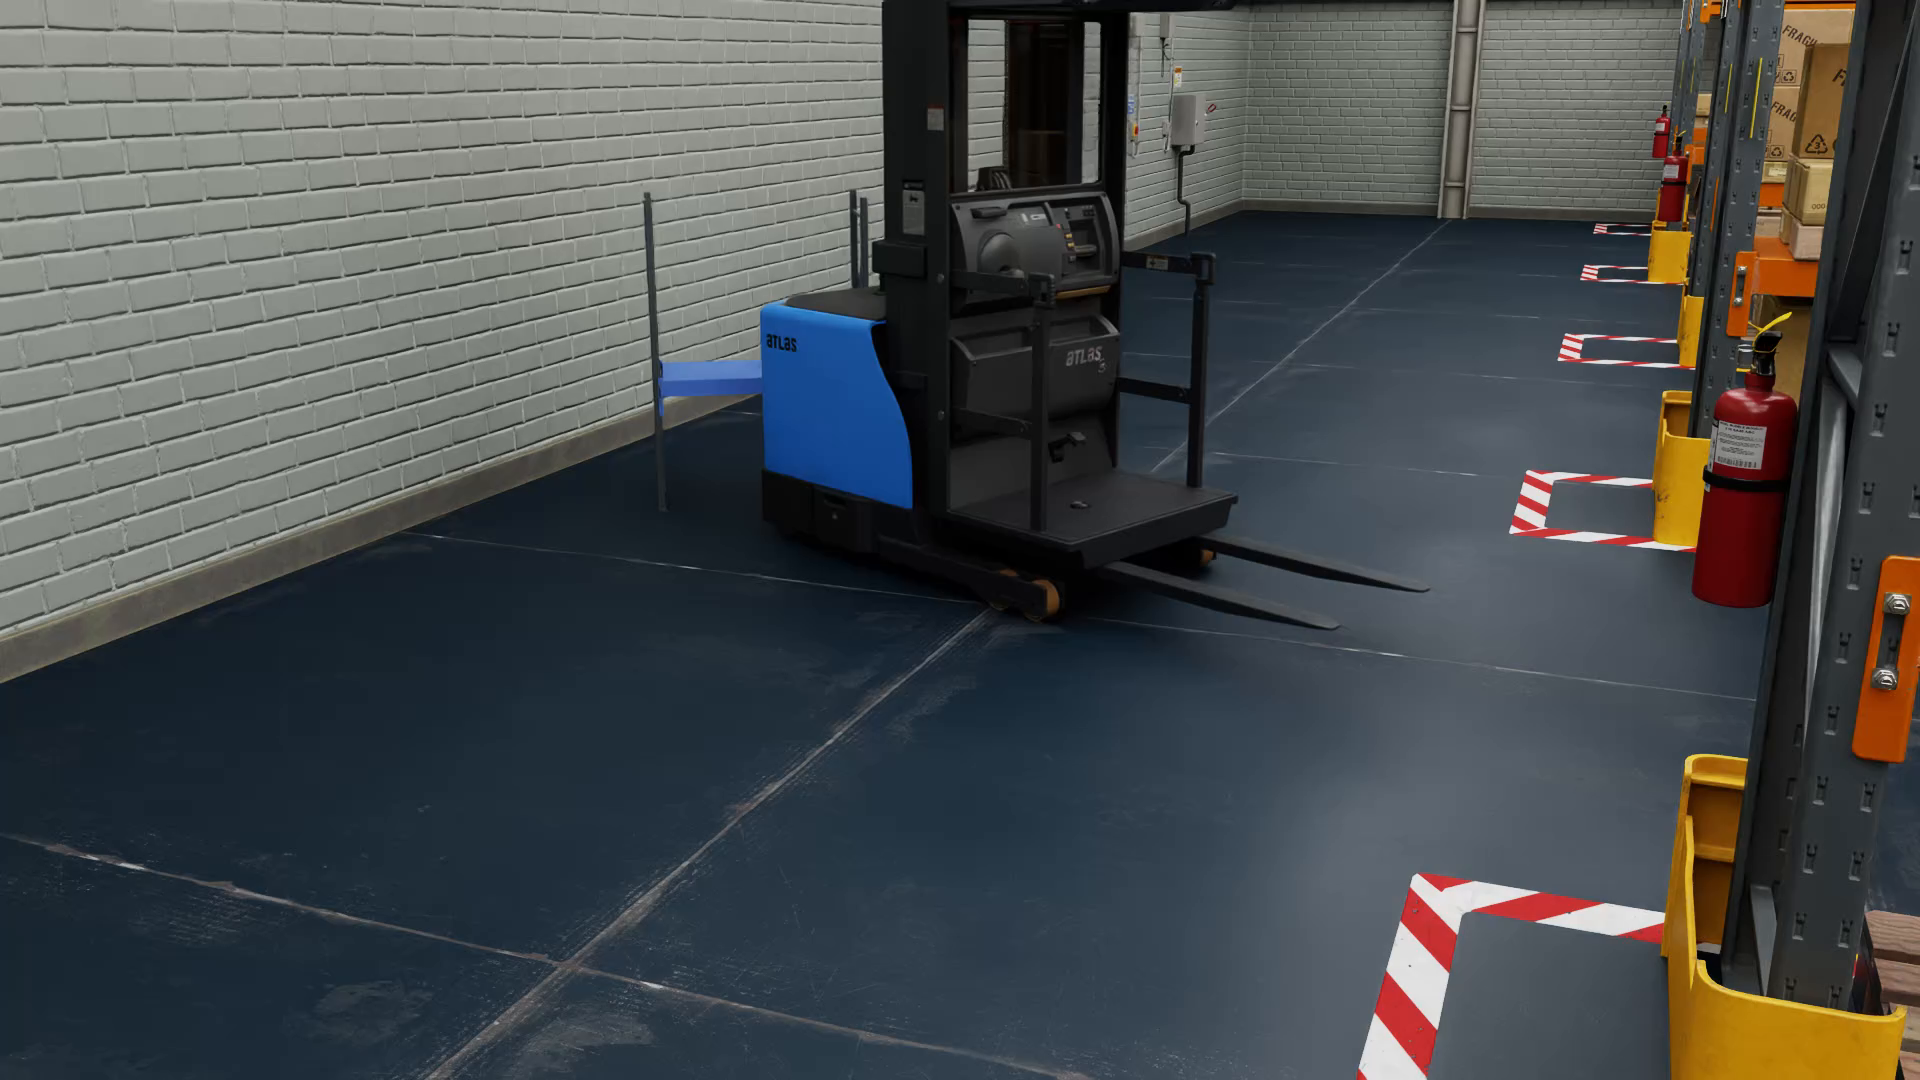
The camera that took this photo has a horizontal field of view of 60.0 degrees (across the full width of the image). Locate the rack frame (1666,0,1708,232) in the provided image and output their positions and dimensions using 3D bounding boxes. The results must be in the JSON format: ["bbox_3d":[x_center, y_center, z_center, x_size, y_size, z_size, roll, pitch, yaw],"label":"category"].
[{"bbox_3d":[7.211,-4.128,16.512,0.127,3.000,1.000,6,17,21],"label":"rack frame"}]

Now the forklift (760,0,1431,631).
[{"bbox_3d":[0.471,-1.248,6.715,1.130,2.935,3.031,-15,22,-42],"label":"forklift"}]

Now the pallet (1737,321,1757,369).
[{"bbox_3d":[6.302,-1.395,12.099,1.213,0.211,1.003,6,17,21],"label":"pallet"}]

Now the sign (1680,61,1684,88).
[{"bbox_3d":[8.830,-5.691,20.343,0.005,0.325,0.100,6,17,21],"label":"sign"}]

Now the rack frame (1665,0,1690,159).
[{"bbox_3d":[9.029,-5.416,20.948,0.127,3.000,1.000,6,17,21],"label":"rack frame"}]

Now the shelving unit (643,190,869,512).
[{"bbox_3d":[-0.999,-0.951,8.260,1.048,1.500,0.538,-3,16,-9],"label":"shelving unit"}]

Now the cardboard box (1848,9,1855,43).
[{"bbox_3d":[6.281,-3.340,11.292,0.500,0.500,0.500,7,18,22],"label":"cardboard box"}]

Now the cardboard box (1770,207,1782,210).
[{"bbox_3d":[10.344,-4.232,20.602,0.500,0.500,0.700,7,18,23],"label":"cardboard box"}]

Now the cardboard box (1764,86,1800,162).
[{"bbox_3d":[5.805,-2.907,11.594,0.500,0.500,0.500,7,18,23],"label":"cardboard box"}]

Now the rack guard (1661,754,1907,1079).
[{"bbox_3d":[1.730,0.928,3.580,0.348,0.500,1.175,6,17,21],"label":"rack guard"}]

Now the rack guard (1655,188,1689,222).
[{"bbox_3d":[9.099,-4.207,21.270,0.348,0.500,1.175,6,17,21],"label":"rack guard"}]

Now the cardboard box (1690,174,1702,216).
[{"bbox_3d":[9.563,-4.331,20.937,0.637,0.503,0.797,6,17,18],"label":"cardboard box"}]

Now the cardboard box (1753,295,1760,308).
[{"bbox_3d":[6.084,-1.829,12.421,0.250,0.149,0.380,6,17,19],"label":"cardboard box"}]

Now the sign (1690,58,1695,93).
[{"bbox_3d":[7.002,-4.438,15.887,0.005,0.325,0.100,6,17,21],"label":"sign"}]

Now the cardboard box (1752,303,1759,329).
[{"bbox_3d":[6.055,-1.667,12.394,0.250,0.149,0.380,7,17,22],"label":"cardboard box"}]

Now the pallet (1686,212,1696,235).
[{"bbox_3d":[9.841,-3.987,21.030,1.213,0.211,1.003,6,17,21],"label":"pallet"}]

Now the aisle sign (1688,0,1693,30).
[{"bbox_3d":[7.258,-5.464,16.452,0.004,0.787,0.394,6,17,21],"label":"aisle sign"}]

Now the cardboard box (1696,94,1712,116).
[{"bbox_3d":[9.352,-5.370,20.527,0.500,0.250,0.500,6,17,21],"label":"cardboard box"}]

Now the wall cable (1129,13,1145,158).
[{"bbox_3d":[1.957,-5.202,18.332,0.123,1.953,0.585,6,17,21],"label":"wall cable"}]

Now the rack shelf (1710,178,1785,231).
[{"bbox_3d":[7.349,-2.284,11.450,4.000,0.370,1.077,6,17,21],"label":"rack shelf"}]

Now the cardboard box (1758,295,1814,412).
[{"bbox_3d":[4.199,-0.694,7.743,0.875,0.875,0.875,6,17,21],"label":"cardboard box"}]

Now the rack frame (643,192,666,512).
[{"bbox_3d":[-1.500,-0.927,8.177,0.032,1.500,0.500,-3,16,-9],"label":"rack frame"}]

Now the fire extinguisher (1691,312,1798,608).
[{"bbox_3d":[1.784,-0.190,3.756,0.183,0.674,0.296,6,17,21],"label":"fire extinguisher"}]

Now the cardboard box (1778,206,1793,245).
[{"bbox_3d":[4.027,-1.486,7.863,0.250,0.149,0.380,7,17,22],"label":"cardboard box"}]

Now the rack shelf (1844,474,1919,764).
[{"bbox_3d":[3.618,0.277,2.630,4.000,0.370,1.077,6,17,21],"label":"rack shelf"}]

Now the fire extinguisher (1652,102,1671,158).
[{"bbox_3d":[8.722,-5.095,20.650,0.183,0.674,0.296,6,17,21],"label":"fire extinguisher"}]

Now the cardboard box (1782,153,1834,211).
[{"bbox_3d":[4.123,-1.648,7.705,0.500,0.250,0.500,6,17,20],"label":"cardboard box"}]

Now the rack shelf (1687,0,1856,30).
[{"bbox_3d":[10.889,-6.306,19.925,4.000,0.370,1.077,6,17,21],"label":"rack shelf"}]

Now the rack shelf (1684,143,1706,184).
[{"bbox_3d":[9.071,-3.578,15.908,4.000,0.370,1.077,6,17,21],"label":"rack shelf"}]

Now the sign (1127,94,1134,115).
[{"bbox_3d":[1.882,-4.822,18.419,0.001,0.218,0.327,6,17,21],"label":"sign"}]

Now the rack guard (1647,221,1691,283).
[{"bbox_3d":[7.188,-2.930,16.869,0.348,0.500,1.175,6,17,21],"label":"rack guard"}]

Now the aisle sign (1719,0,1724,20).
[{"bbox_3d":[5.531,-4.167,11.986,0.004,0.787,0.394,6,17,21],"label":"aisle sign"}]

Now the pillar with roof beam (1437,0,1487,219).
[{"bbox_3d":[5.272,-7.690,18.021,0.400,9.000,9.100,6,17,21],"label":"pillar with roof beam"}]

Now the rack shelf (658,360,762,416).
[{"bbox_3d":[-0.999,-0.779,8.310,1.000,0.185,0.538,-3,16,-9],"label":"rack shelf"}]
